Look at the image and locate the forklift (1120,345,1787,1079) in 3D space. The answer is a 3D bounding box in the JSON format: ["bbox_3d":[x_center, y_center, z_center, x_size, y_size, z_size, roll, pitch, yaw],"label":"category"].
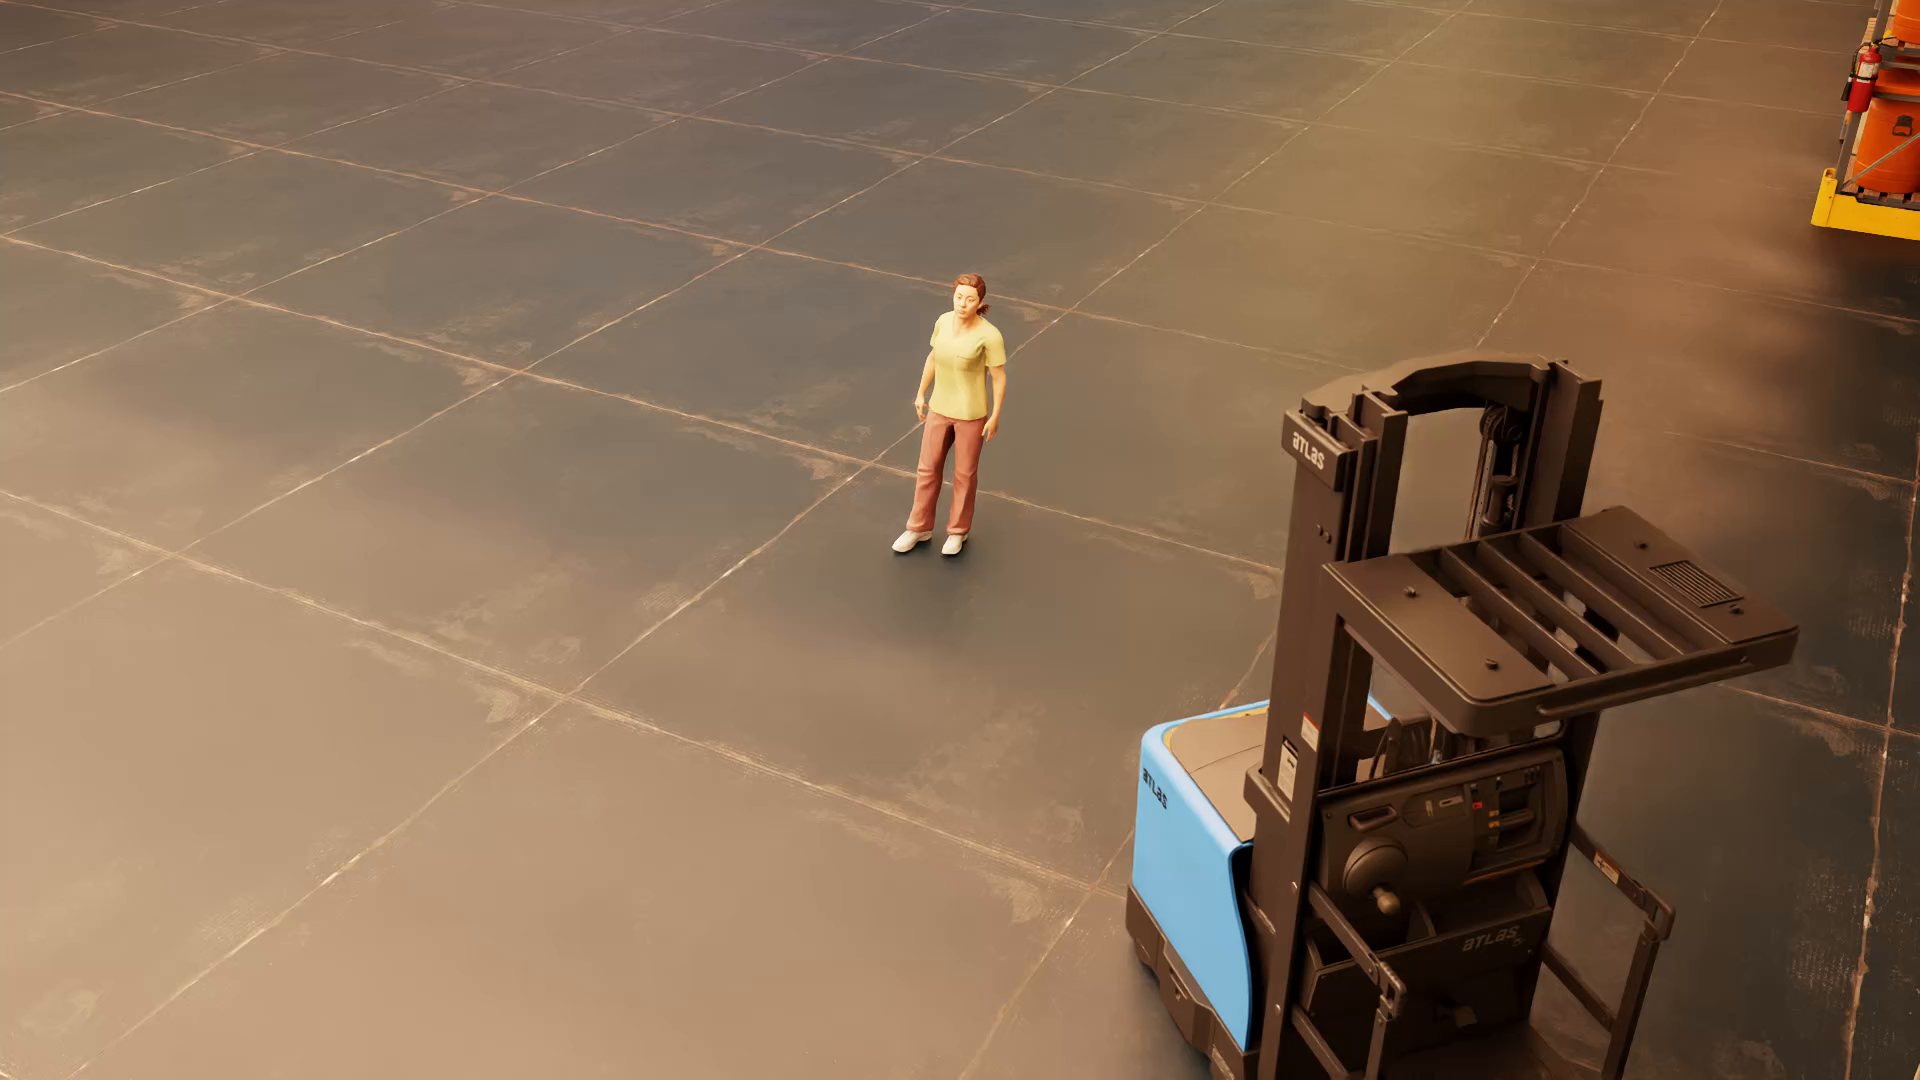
[{"bbox_3d":[1.662,0.988,5.359,1.130,2.935,3.031,-10,32,-17],"label":"forklift"}]

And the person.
[{"bbox_3d":[-0.049,-0.692,9.527,0.555,1.659,0.533,15,33,25],"label":"person"}]
